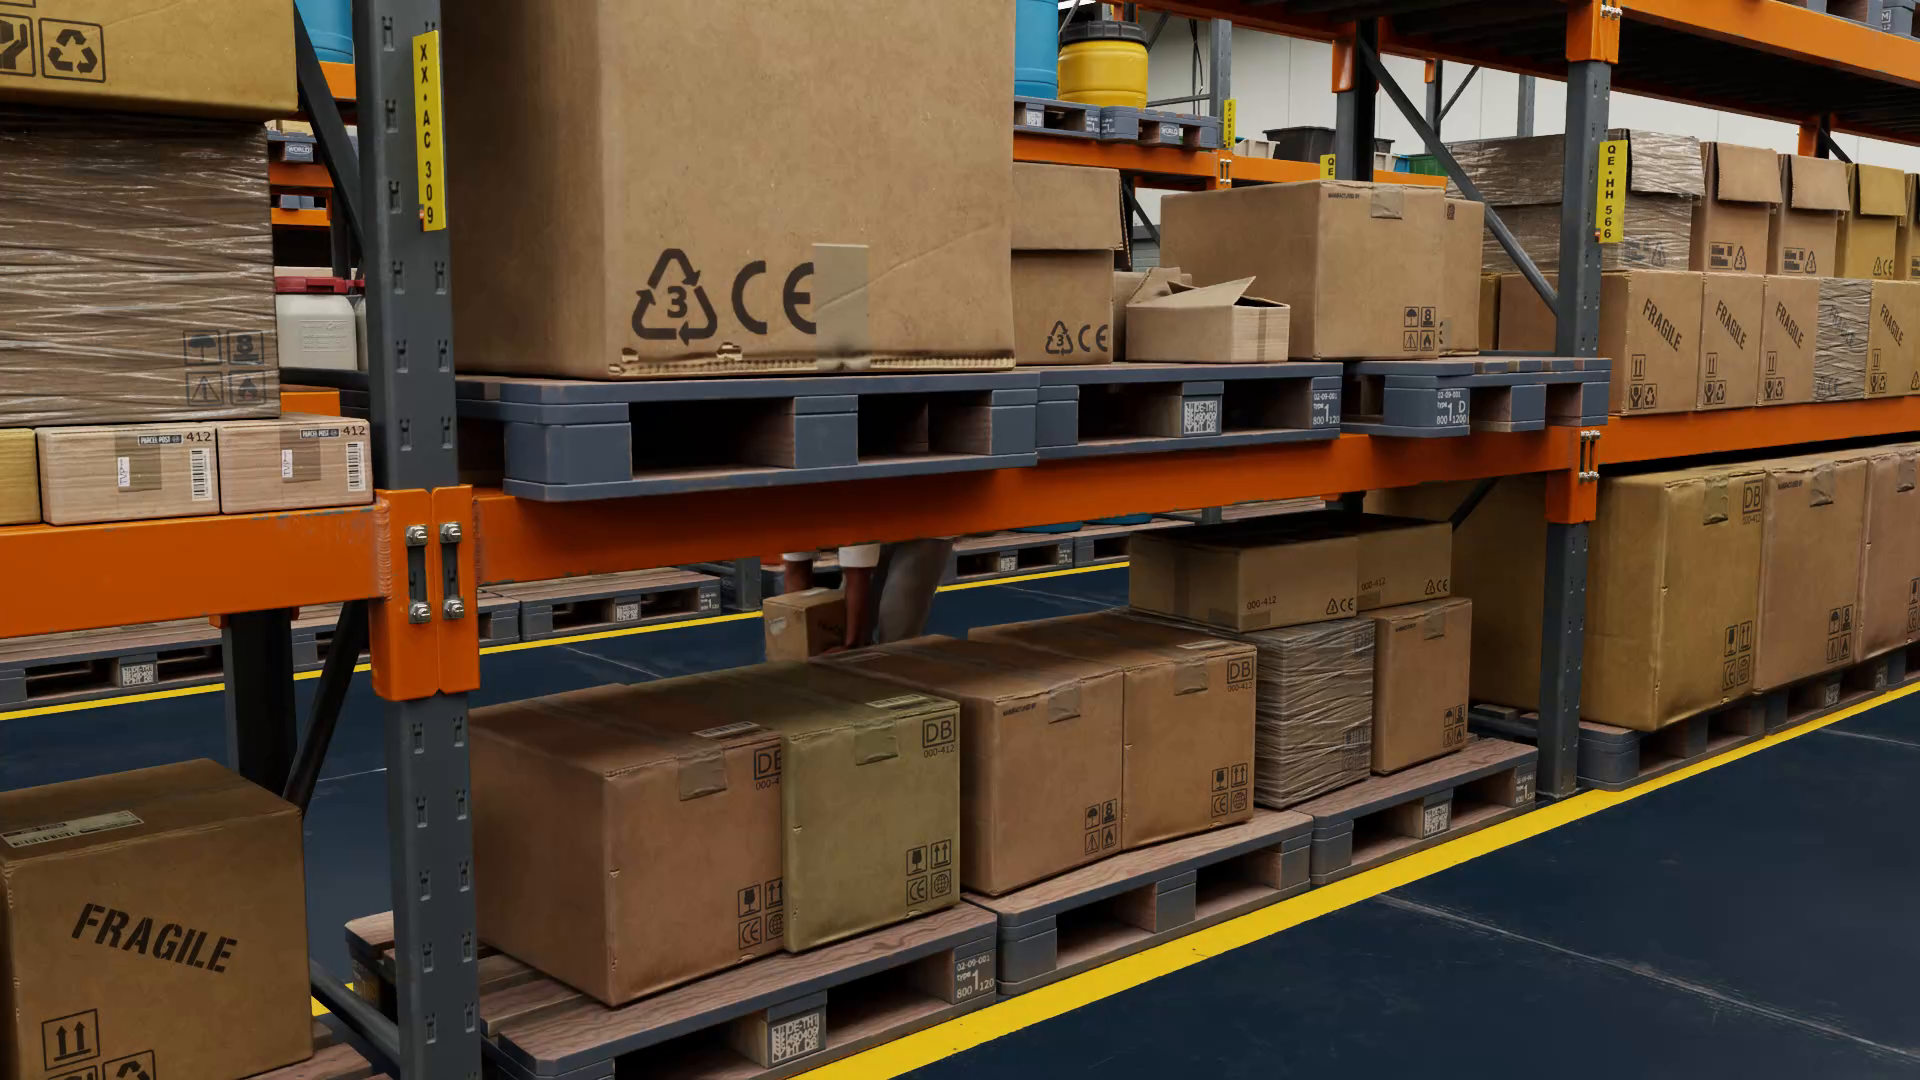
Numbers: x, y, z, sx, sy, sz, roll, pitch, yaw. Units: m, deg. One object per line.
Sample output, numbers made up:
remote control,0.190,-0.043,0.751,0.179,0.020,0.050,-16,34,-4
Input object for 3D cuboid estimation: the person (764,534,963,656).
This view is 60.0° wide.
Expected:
person,-0.399,0.213,5.865,0.940,1.295,0.474,-7,10,-42
